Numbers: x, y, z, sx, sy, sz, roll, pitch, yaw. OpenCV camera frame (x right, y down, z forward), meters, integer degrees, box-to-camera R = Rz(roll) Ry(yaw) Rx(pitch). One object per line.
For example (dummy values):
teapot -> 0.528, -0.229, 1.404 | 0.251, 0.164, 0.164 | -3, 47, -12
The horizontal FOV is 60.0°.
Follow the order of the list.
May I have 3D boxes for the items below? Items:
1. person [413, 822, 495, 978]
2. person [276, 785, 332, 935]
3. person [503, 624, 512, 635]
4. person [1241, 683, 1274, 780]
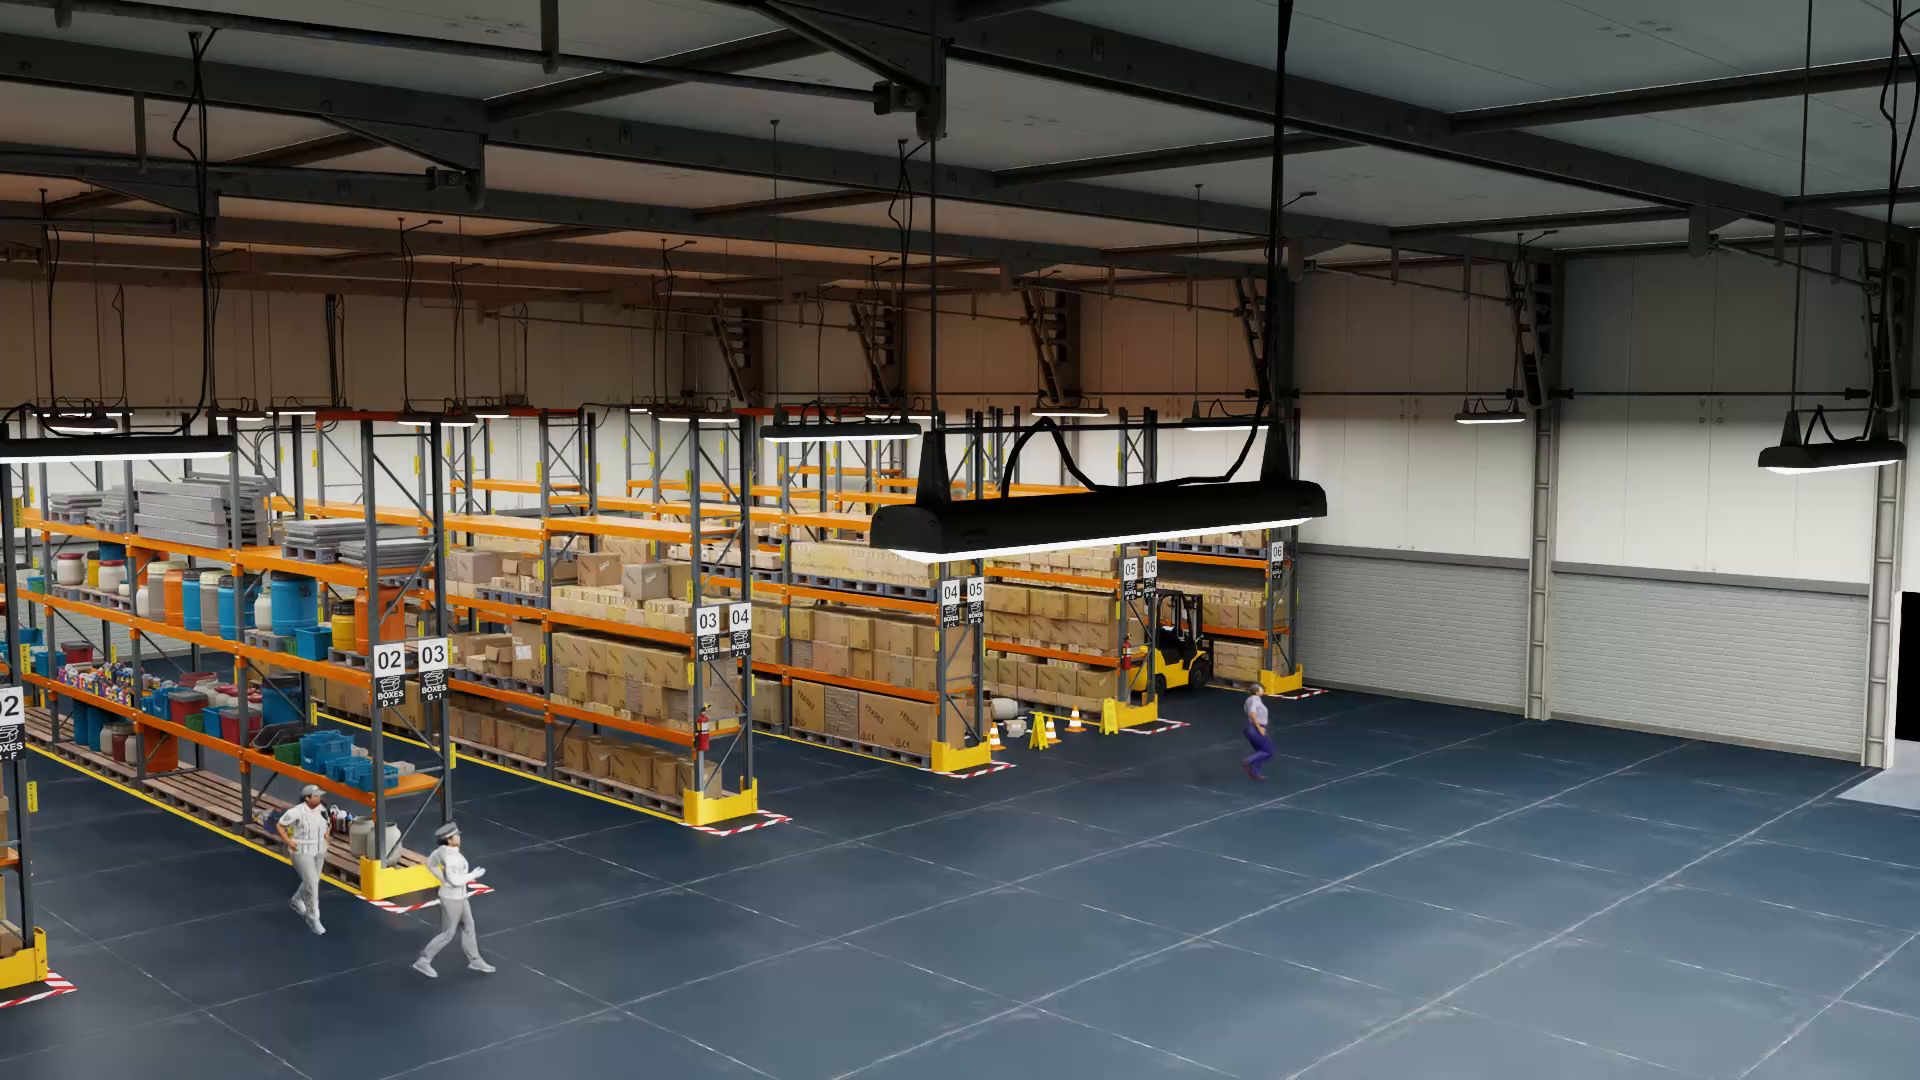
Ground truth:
person -> -5.463, 3.875, 17.908 | 0.855, 1.713, 0.605 | -2, 5, -19
person -> -7.727, 3.756, 19.817 | 0.862, 1.694, 0.608 | 3, 6, 27
person -> -11.059, 1.798, 41.375 | 0.664, 1.752, 0.801 | 5, 7, 44
person -> 4.835, 3.131, 27.148 | 0.556, 1.599, 0.619 | -1, 5, -10
